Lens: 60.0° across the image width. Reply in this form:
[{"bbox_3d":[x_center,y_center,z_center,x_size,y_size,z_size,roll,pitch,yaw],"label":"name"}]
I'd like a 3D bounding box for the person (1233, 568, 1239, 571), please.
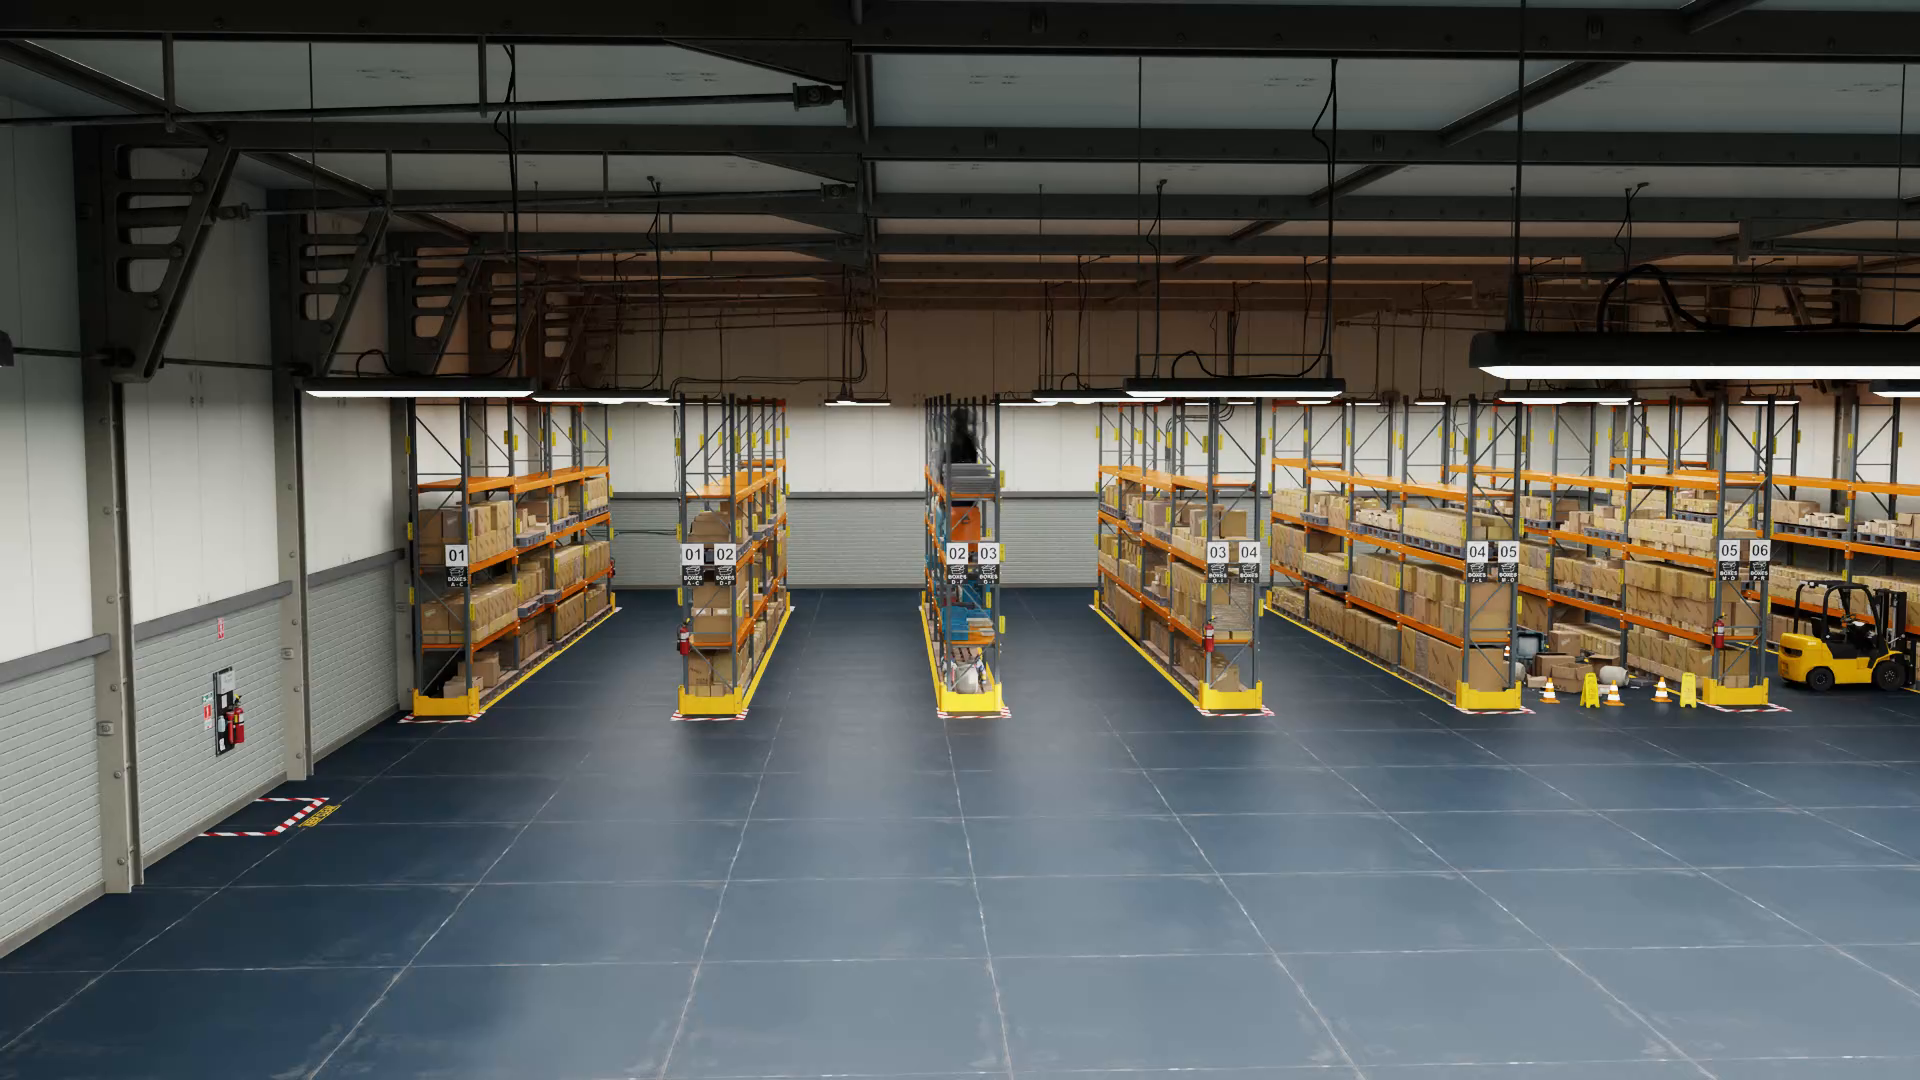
[{"bbox_3d":[7.713,1.241,46.440,0.635,1.687,0.588,0,5,-1],"label":"person"}]
